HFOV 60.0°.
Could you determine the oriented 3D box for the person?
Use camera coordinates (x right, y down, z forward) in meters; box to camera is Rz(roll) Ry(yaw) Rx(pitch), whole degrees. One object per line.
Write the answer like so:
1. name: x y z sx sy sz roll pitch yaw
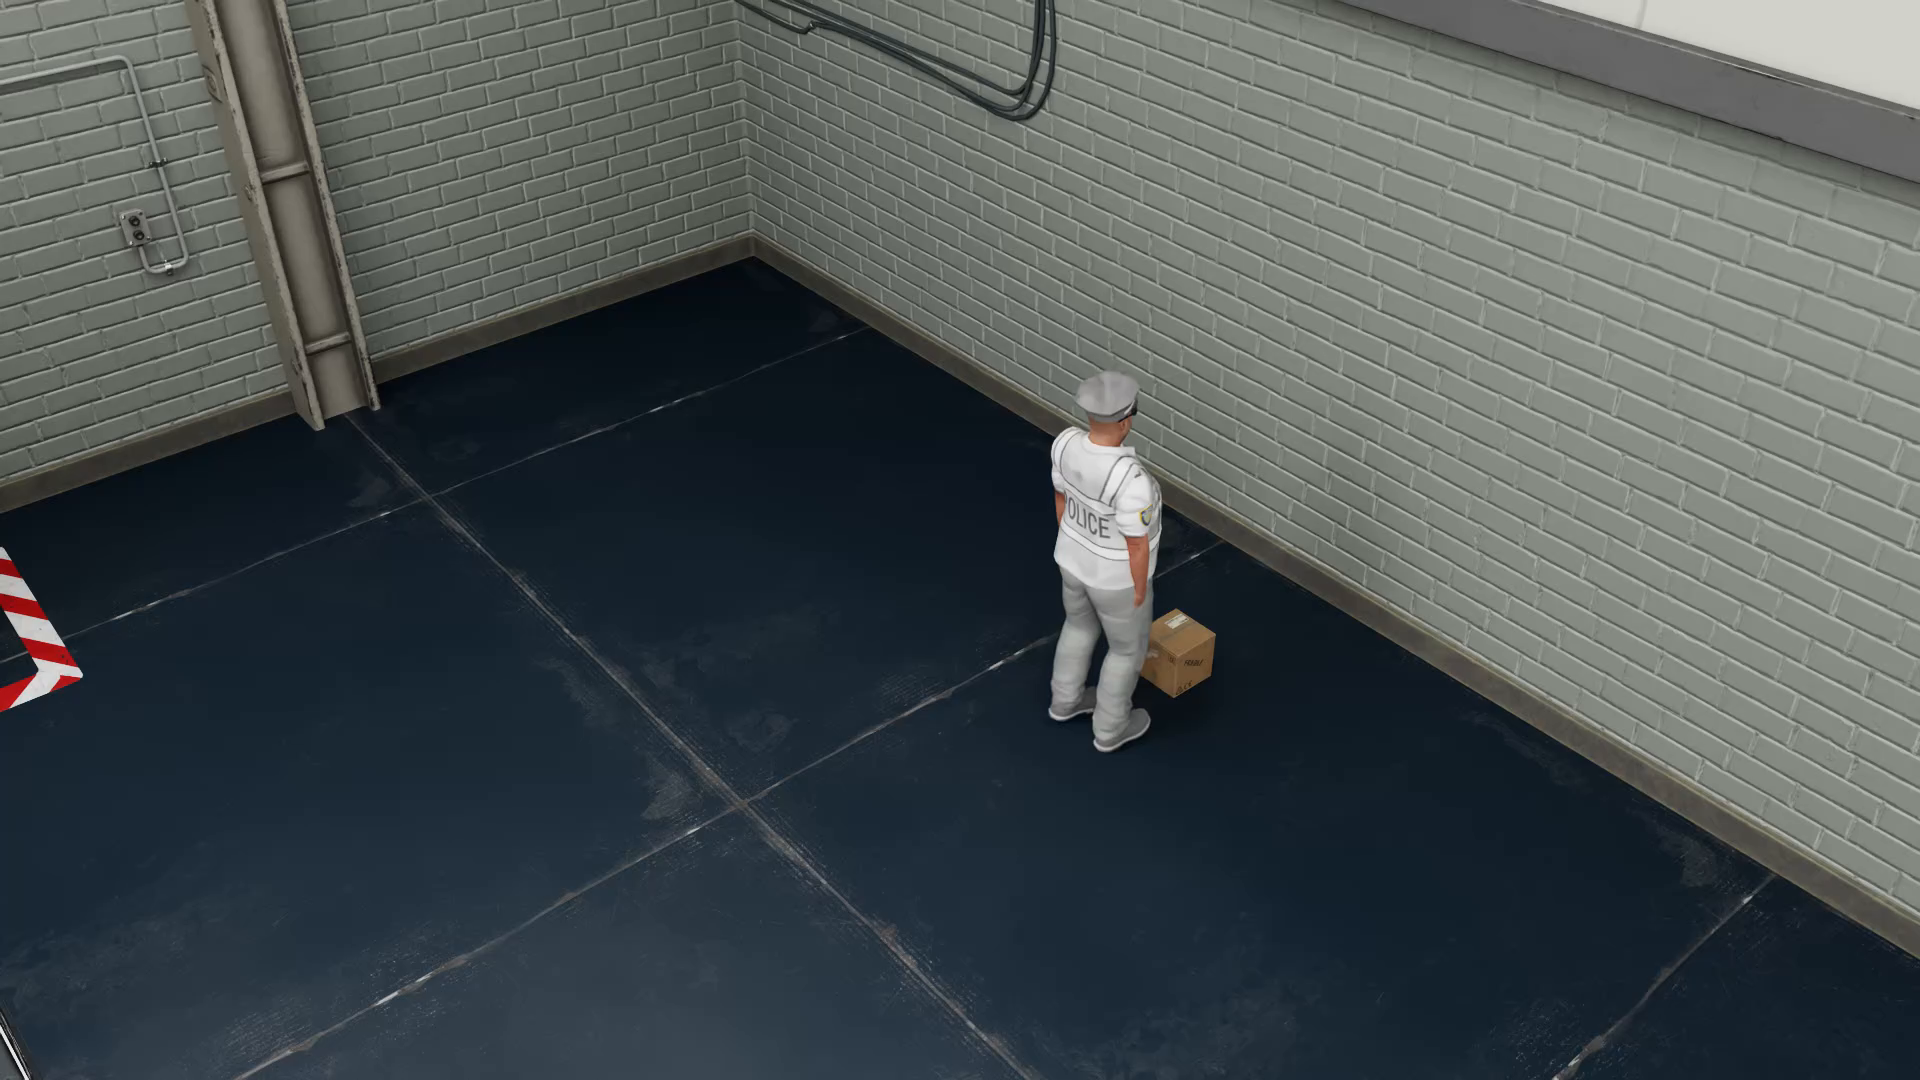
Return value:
1. person: 0.609 0.090 6.947 0.393 1.762 0.526 -25 43 -31
